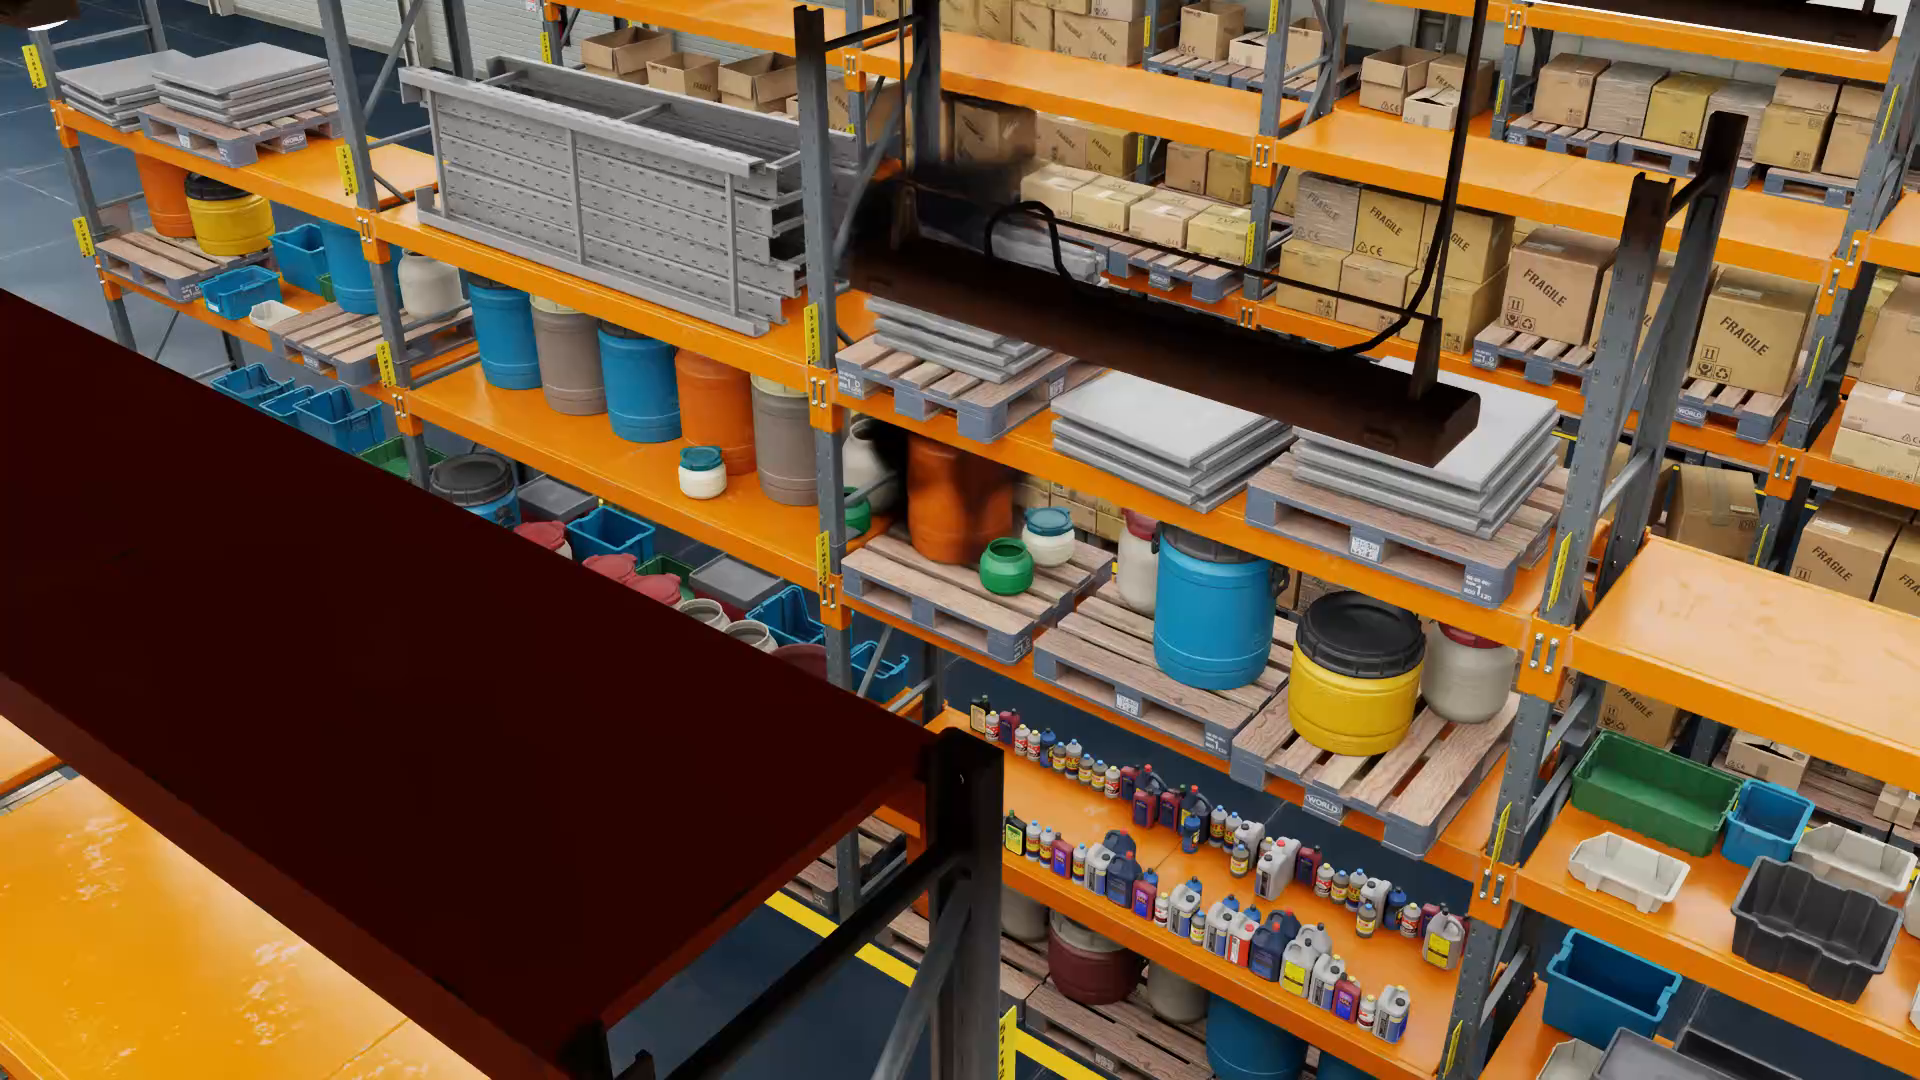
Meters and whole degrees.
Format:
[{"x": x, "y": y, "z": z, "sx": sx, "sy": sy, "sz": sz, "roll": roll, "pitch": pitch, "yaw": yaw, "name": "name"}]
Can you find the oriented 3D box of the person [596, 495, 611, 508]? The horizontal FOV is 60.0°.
[{"x": -3.513, "y": -0.798, "z": 14.980, "sx": 0.699, "sy": 1.717, "sz": 0.740, "roll": 13, "pitch": 34, "yaw": 21, "name": "person"}]
